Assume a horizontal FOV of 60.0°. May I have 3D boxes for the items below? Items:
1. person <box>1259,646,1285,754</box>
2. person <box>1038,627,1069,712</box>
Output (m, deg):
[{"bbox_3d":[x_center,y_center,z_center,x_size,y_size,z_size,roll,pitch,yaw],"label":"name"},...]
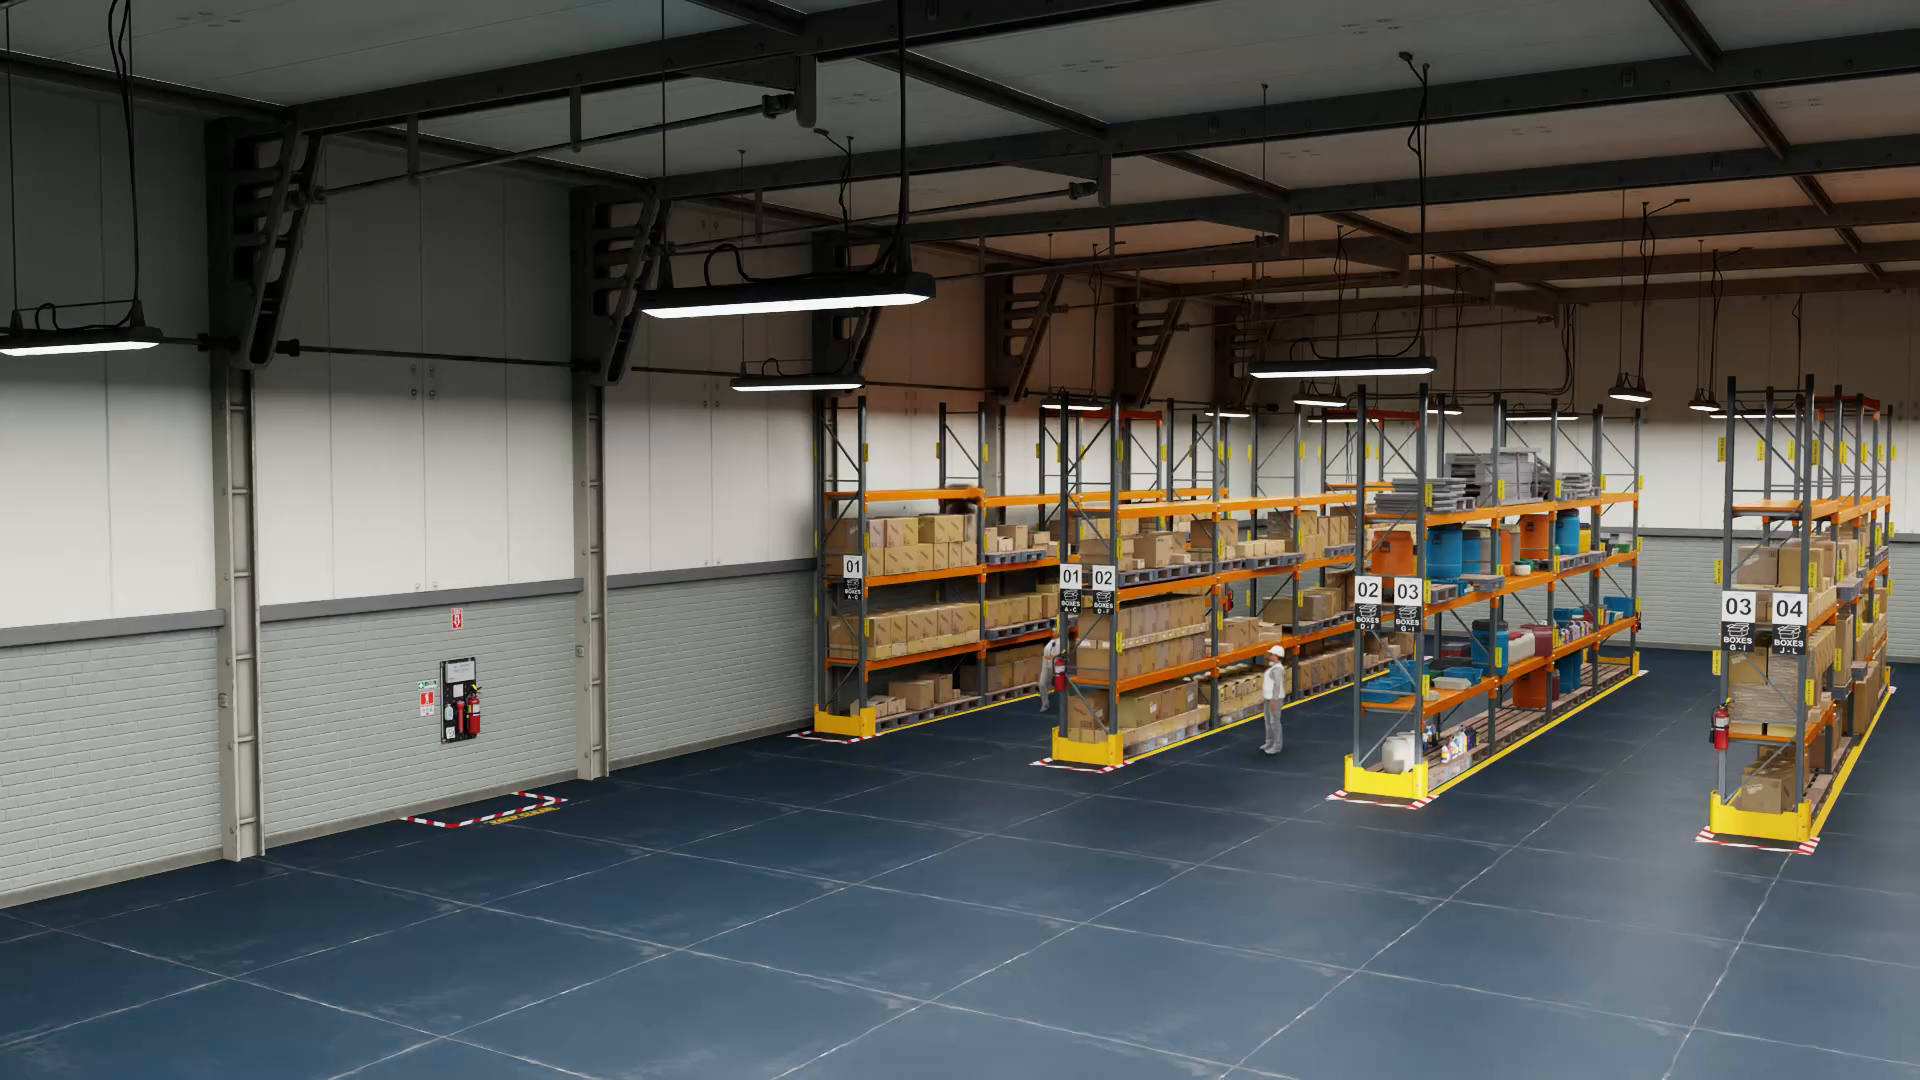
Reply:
[{"bbox_3d":[5.240,2.649,27.807,0.402,1.779,0.574,0,3,-8],"label":"person"},{"bbox_3d":[1.882,2.520,32.327,0.555,1.665,0.746,2,4,37],"label":"person"}]
